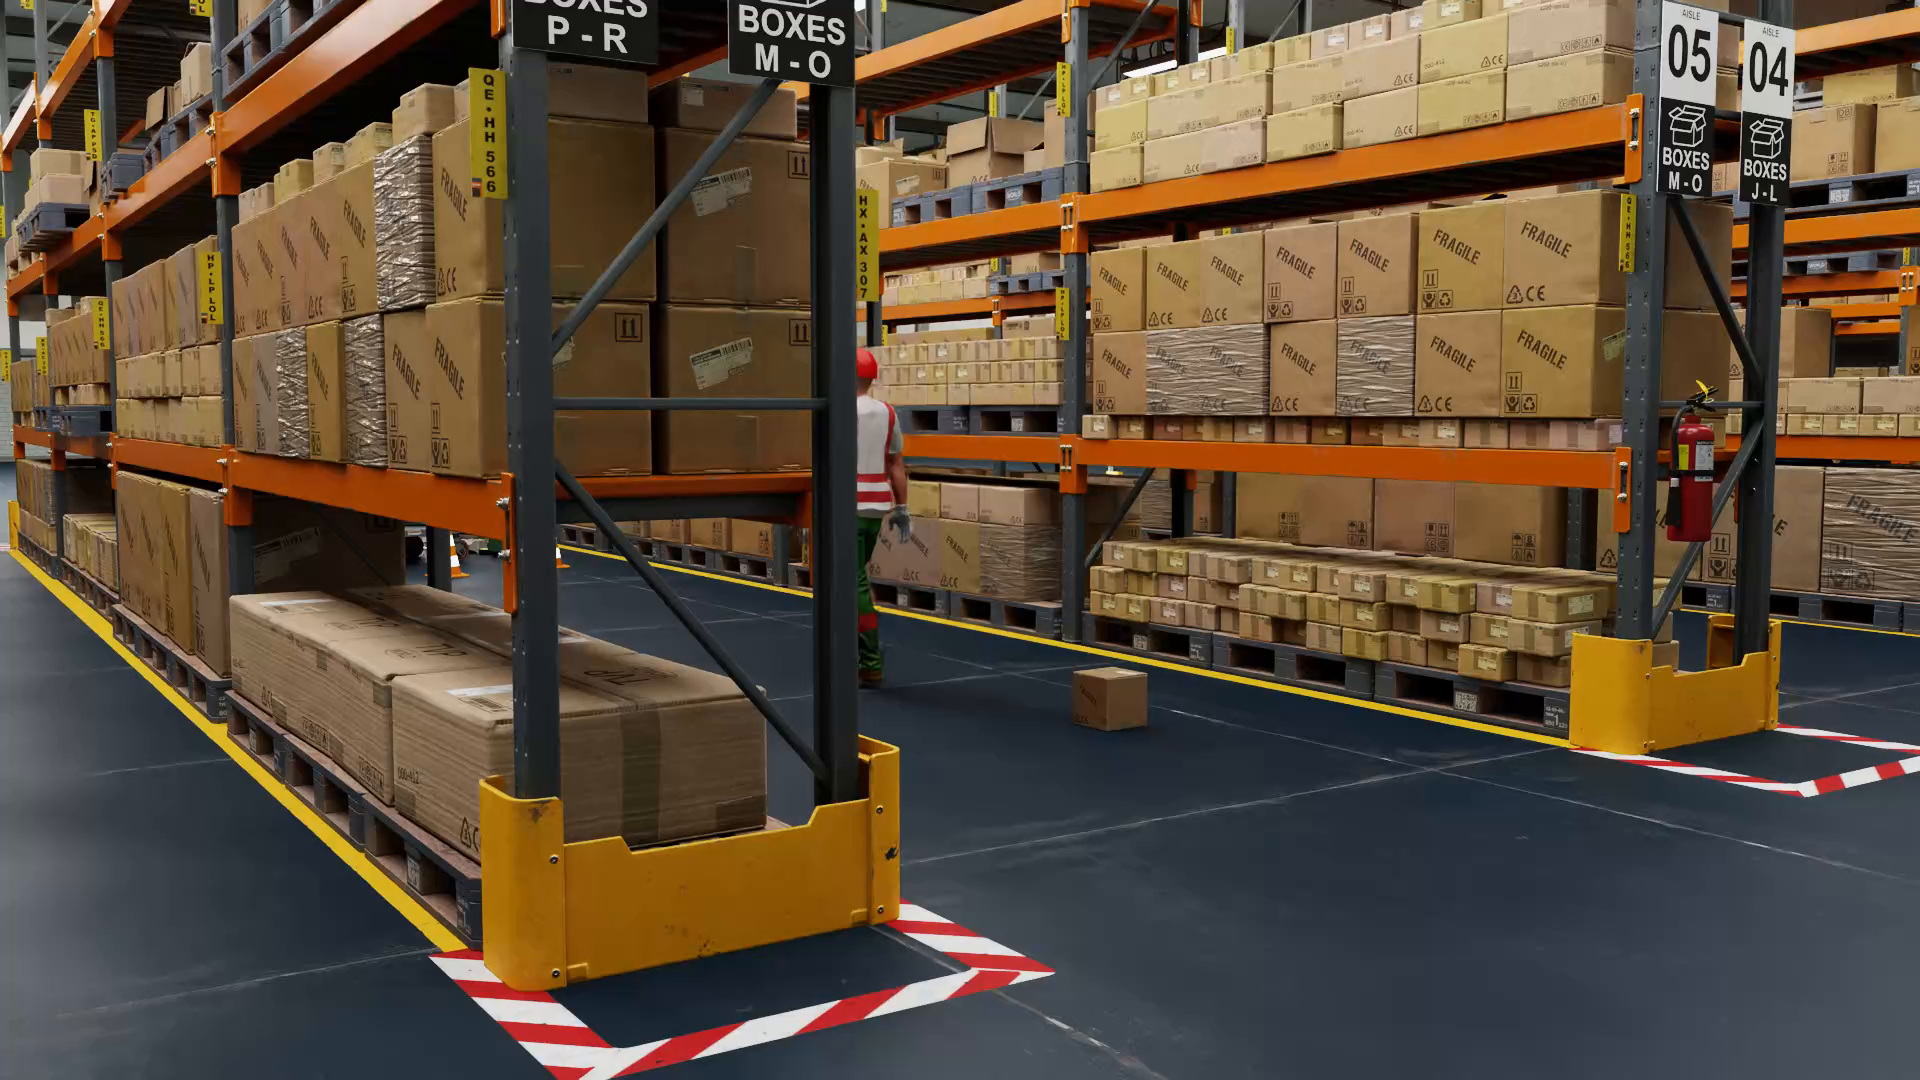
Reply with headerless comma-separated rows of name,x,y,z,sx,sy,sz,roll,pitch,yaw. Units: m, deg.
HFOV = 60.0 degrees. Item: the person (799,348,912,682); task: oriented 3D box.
person,-0.577,-0.116,8.996,0.511,1.834,0.592,4,6,41
